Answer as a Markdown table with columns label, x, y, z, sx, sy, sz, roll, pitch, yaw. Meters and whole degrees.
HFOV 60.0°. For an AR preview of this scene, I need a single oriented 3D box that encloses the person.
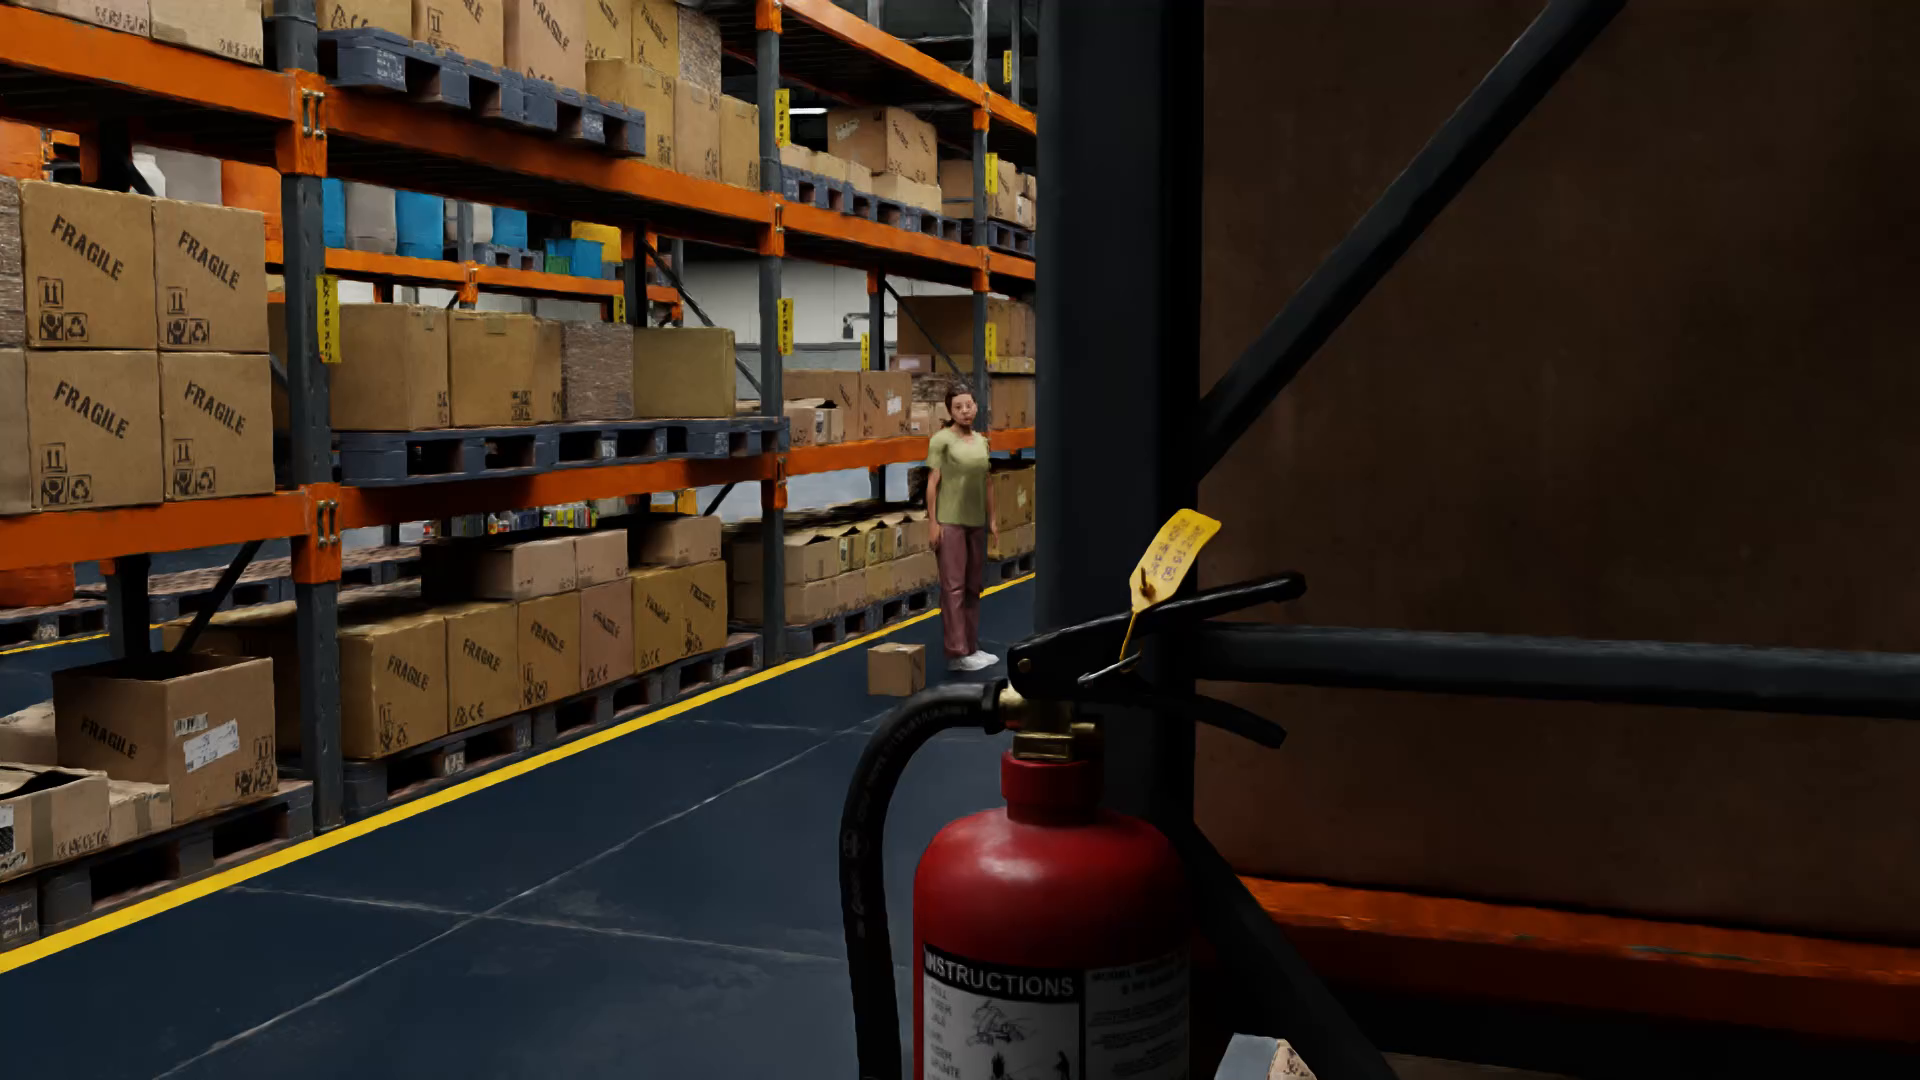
| label | x | y | z | sx | sy | sz | roll | pitch | yaw |
| --- | --- | --- | --- | --- | --- | --- | --- | --- | --- |
| person | 0.071 | 0.051 | 9.781 | 0.532 | 1.426 | 0.492 | -5 | 7 | -42 |
